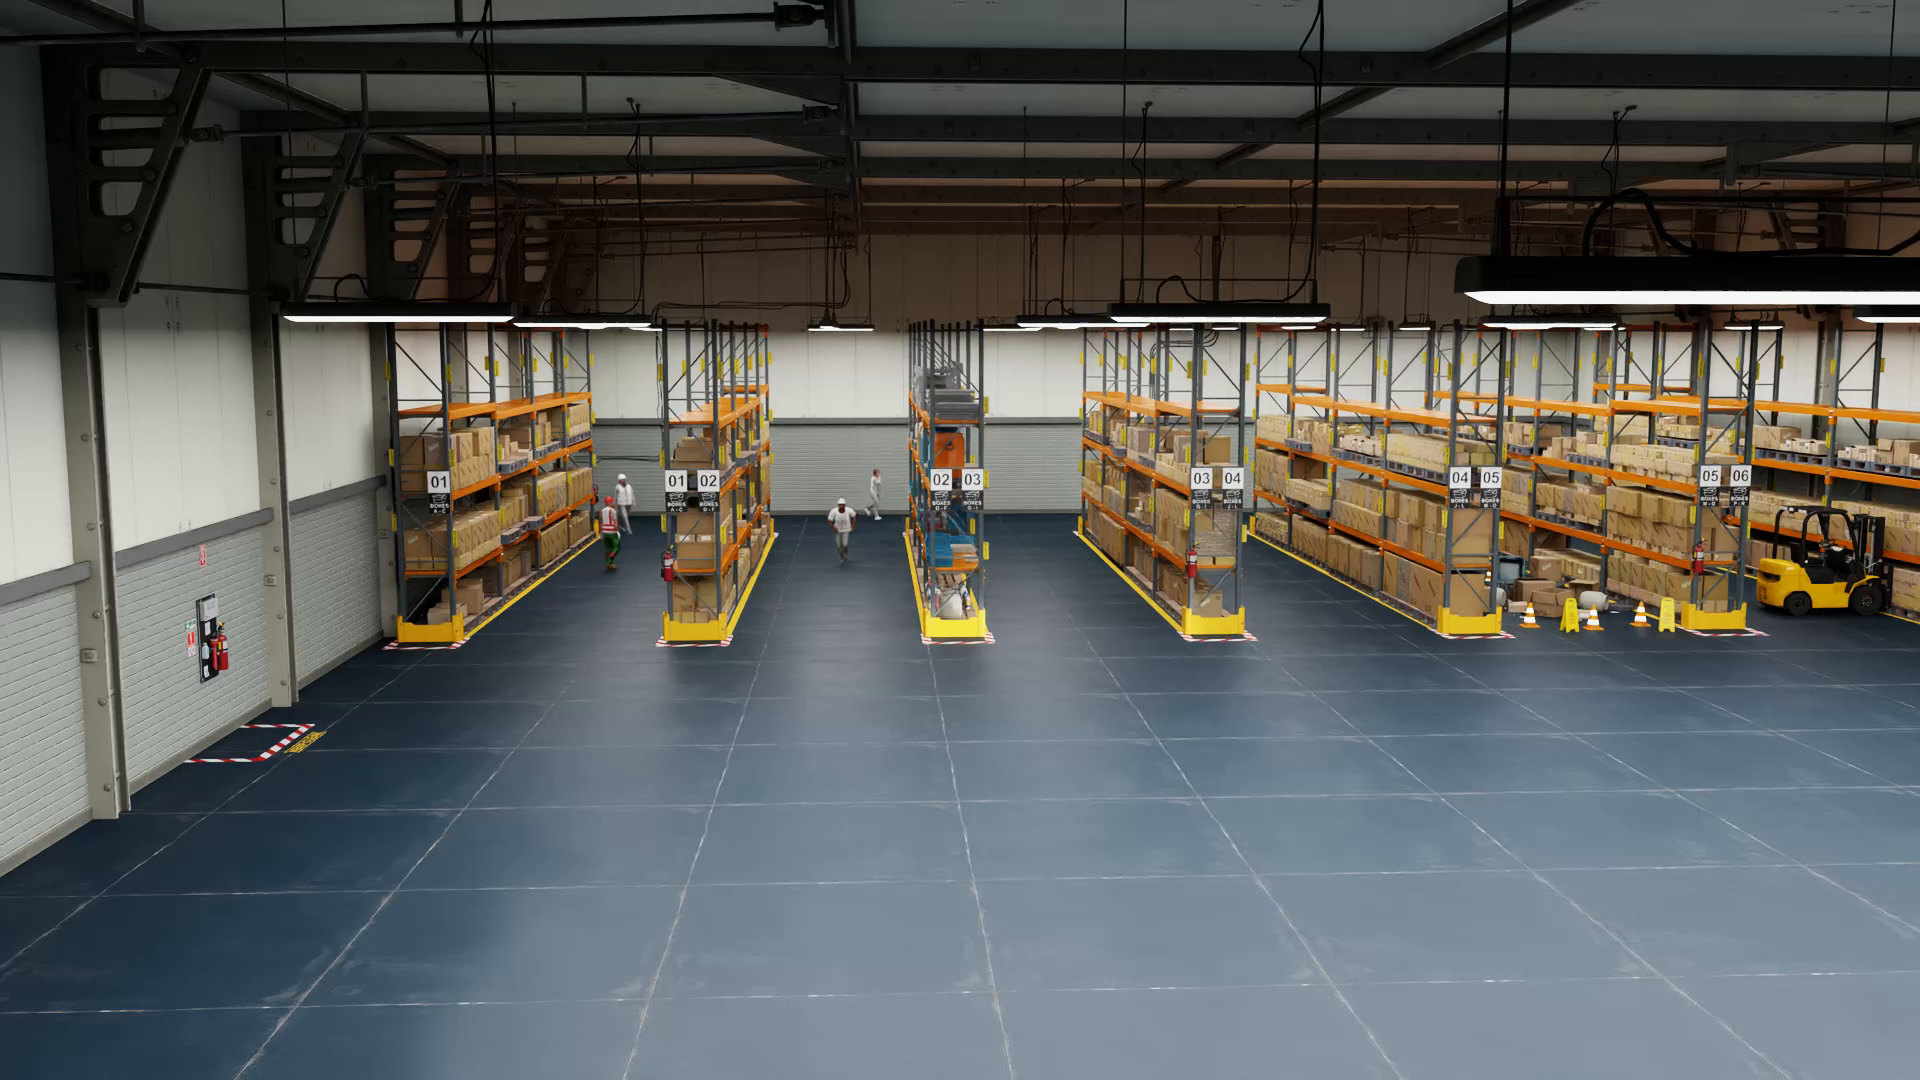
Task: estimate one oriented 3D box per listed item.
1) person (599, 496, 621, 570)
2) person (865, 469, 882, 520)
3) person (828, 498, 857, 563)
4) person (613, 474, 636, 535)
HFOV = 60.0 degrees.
[{"bbox_3d":[-8.557,-0.164,40.559,0.589,1.789,0.509,4,8,31],"label":"person"},{"bbox_3d":[-2.673,-1.343,51.590,0.717,1.378,0.415,4,8,31],"label":"person"},{"bbox_3d":[-2.943,-0.233,41.596,0.708,1.659,0.720,1,7,5],"label":"person"},{"bbox_3d":[-9.597,-1.028,47.648,0.589,1.728,1.012,-5,9,-36],"label":"person"}]
